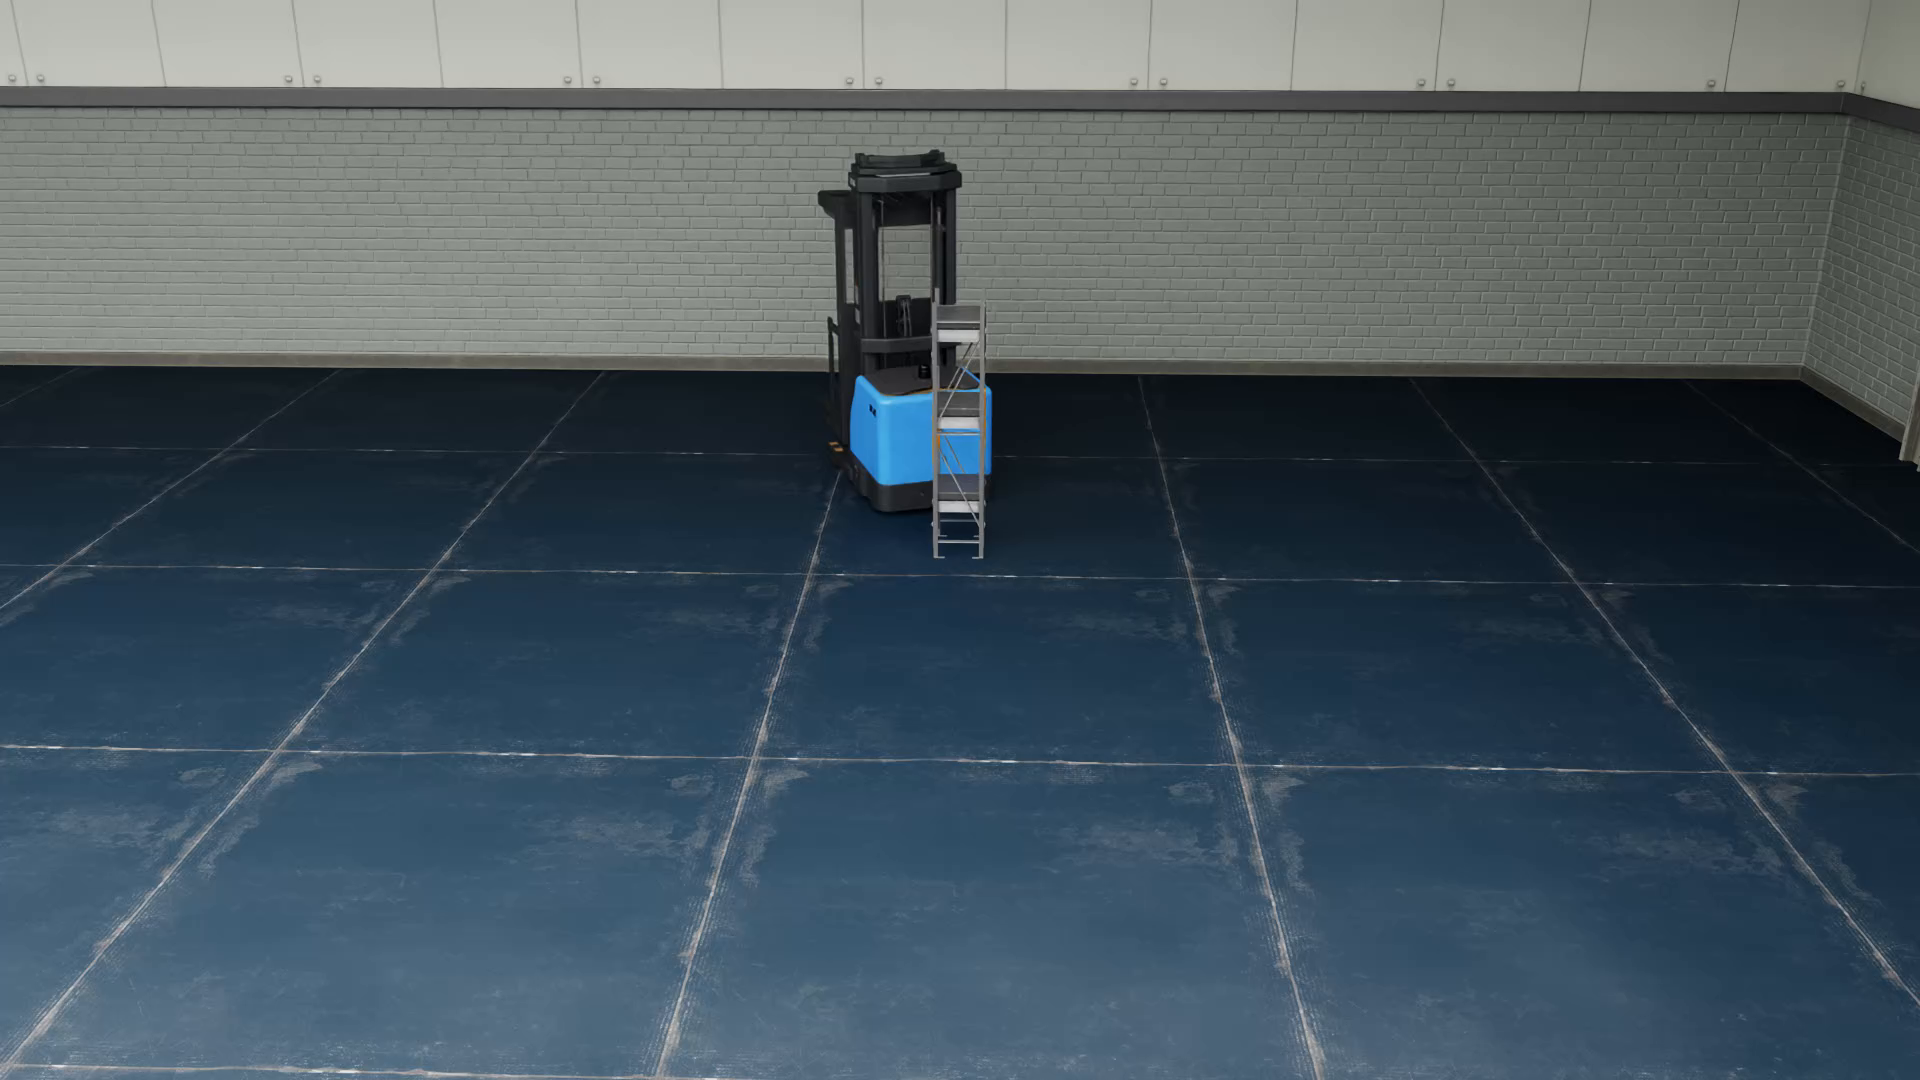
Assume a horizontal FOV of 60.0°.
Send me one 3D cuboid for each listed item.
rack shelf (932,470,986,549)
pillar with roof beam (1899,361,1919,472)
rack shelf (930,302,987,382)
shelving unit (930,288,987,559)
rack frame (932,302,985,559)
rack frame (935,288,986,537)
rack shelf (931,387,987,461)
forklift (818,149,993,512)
[{"bbox_3d":[-0.005,-0.254,13.546,0.431,0.518,0.480,1,21,2],"label":"rack shelf"},{"bbox_3d":[4.773,-4.945,14.127,9.100,9.000,0.400,1,21,2],"label":"pillar with roof beam"},{"bbox_3d":[-0.005,-1.559,13.040,0.431,0.518,0.480,1,21,2],"label":"rack shelf"},{"bbox_3d":[-0.005,-0.919,13.288,0.431,2.100,0.503,1,21,2],"label":"shelving unit"},{"bbox_3d":[-0.012,-0.831,13.061,0.400,2.100,0.015,1,21,2],"label":"rack frame"},{"bbox_3d":[0.002,-1.007,13.516,0.400,2.100,0.015,1,21,2],"label":"rack frame"},{"bbox_3d":[-0.005,-0.906,13.293,0.431,0.518,0.480,1,21,2],"label":"rack shelf"},{"bbox_3d":[-0.644,-2.107,15.202,1.130,2.935,3.031,-7,22,-17],"label":"forklift"}]
